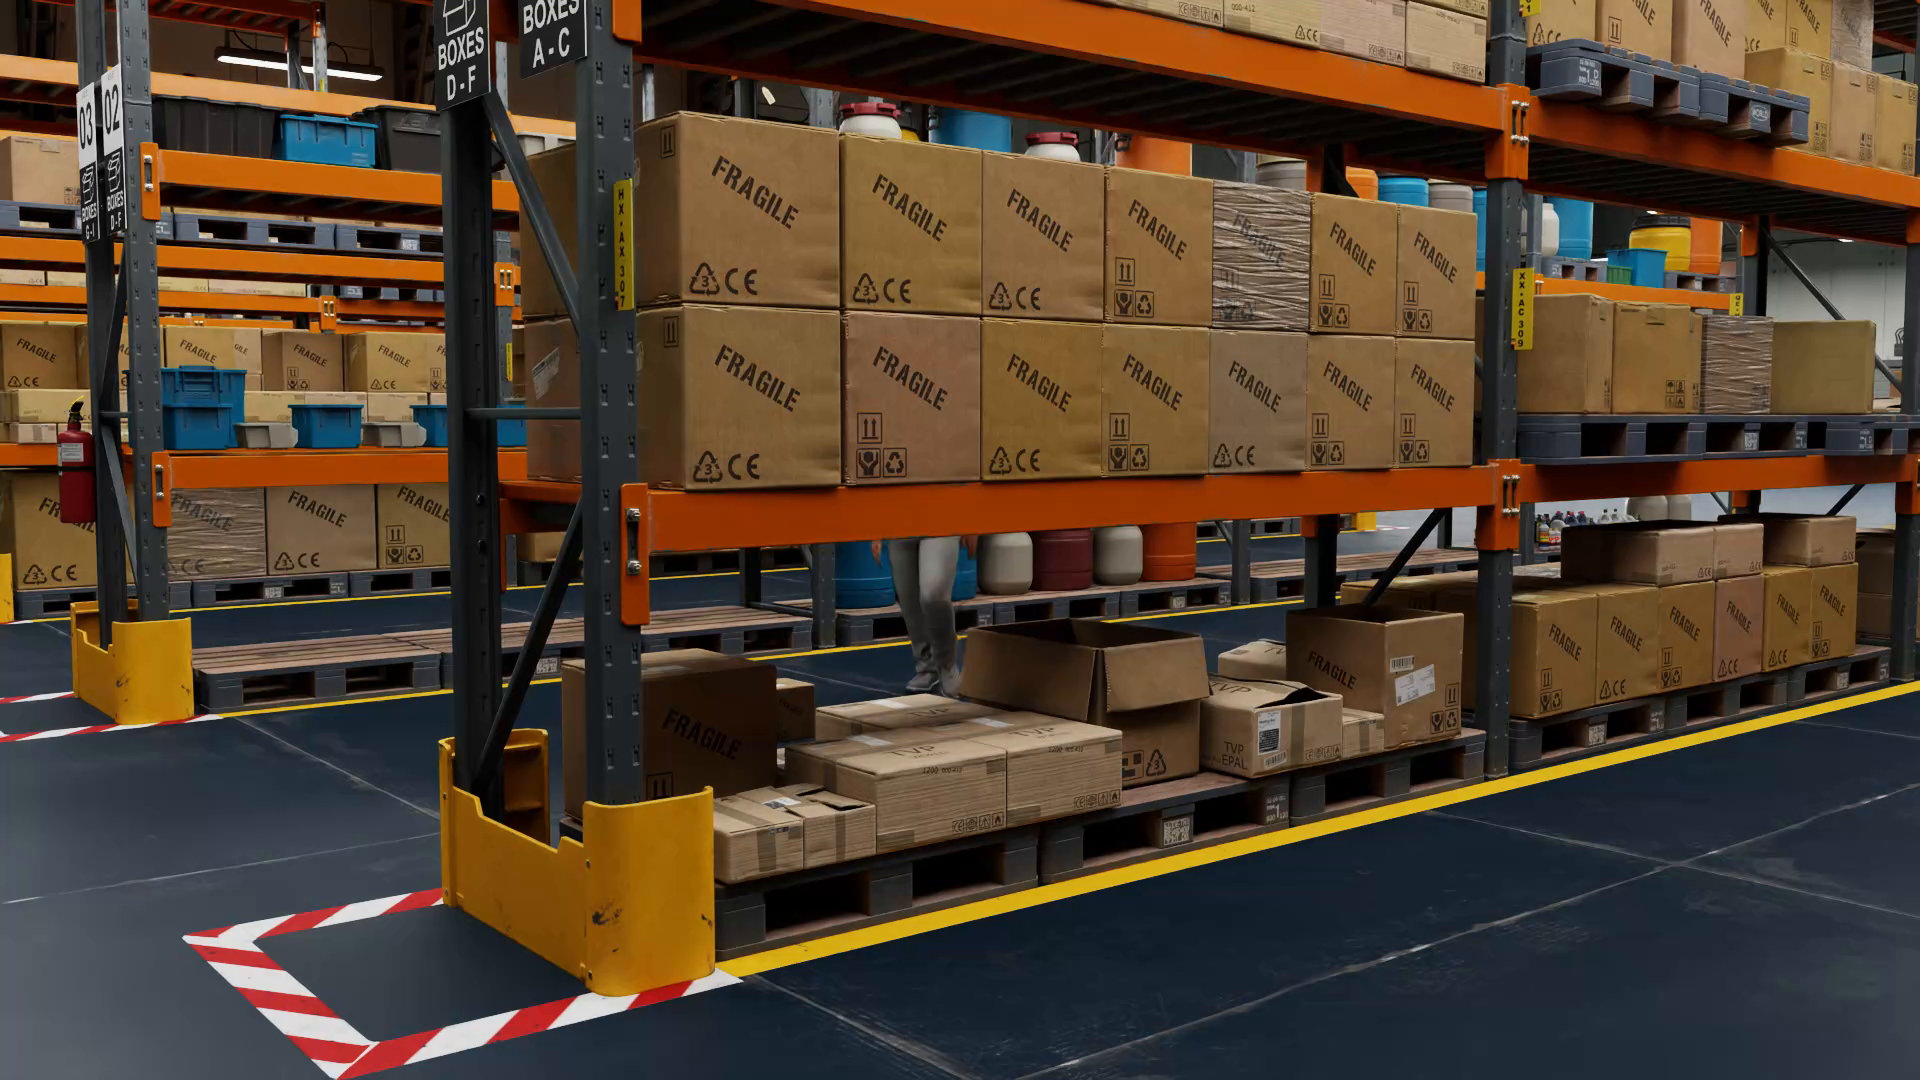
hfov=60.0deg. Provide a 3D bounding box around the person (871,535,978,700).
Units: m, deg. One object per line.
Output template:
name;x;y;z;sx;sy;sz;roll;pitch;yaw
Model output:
person;-0.217;-0.046;8.847;0.571;1.758;0.519;2;5;20
